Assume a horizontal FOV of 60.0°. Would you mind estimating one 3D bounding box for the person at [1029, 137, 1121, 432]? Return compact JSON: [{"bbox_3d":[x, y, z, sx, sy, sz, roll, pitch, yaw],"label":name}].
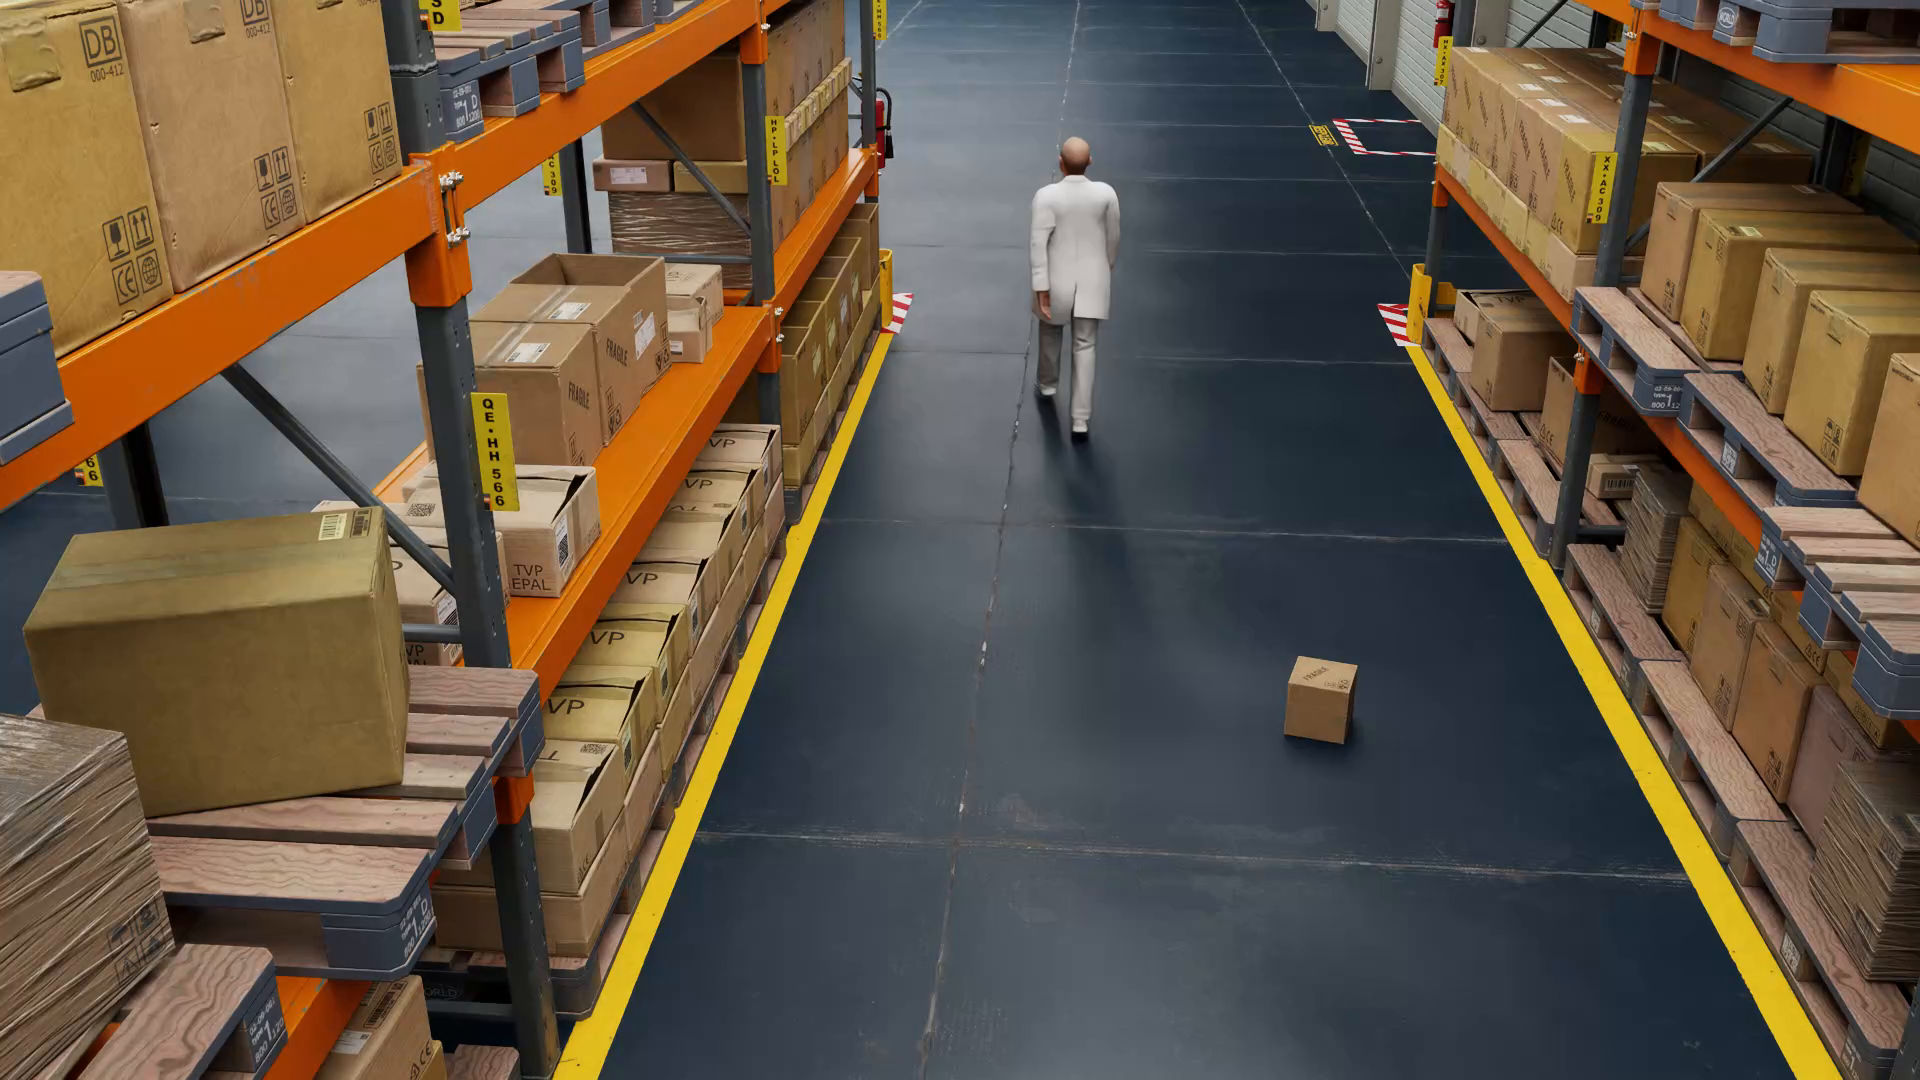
[{"bbox_3d":[0.691,-1.624,10.202,0.564,1.724,1.085,-1,24,-1],"label":"person"}]
